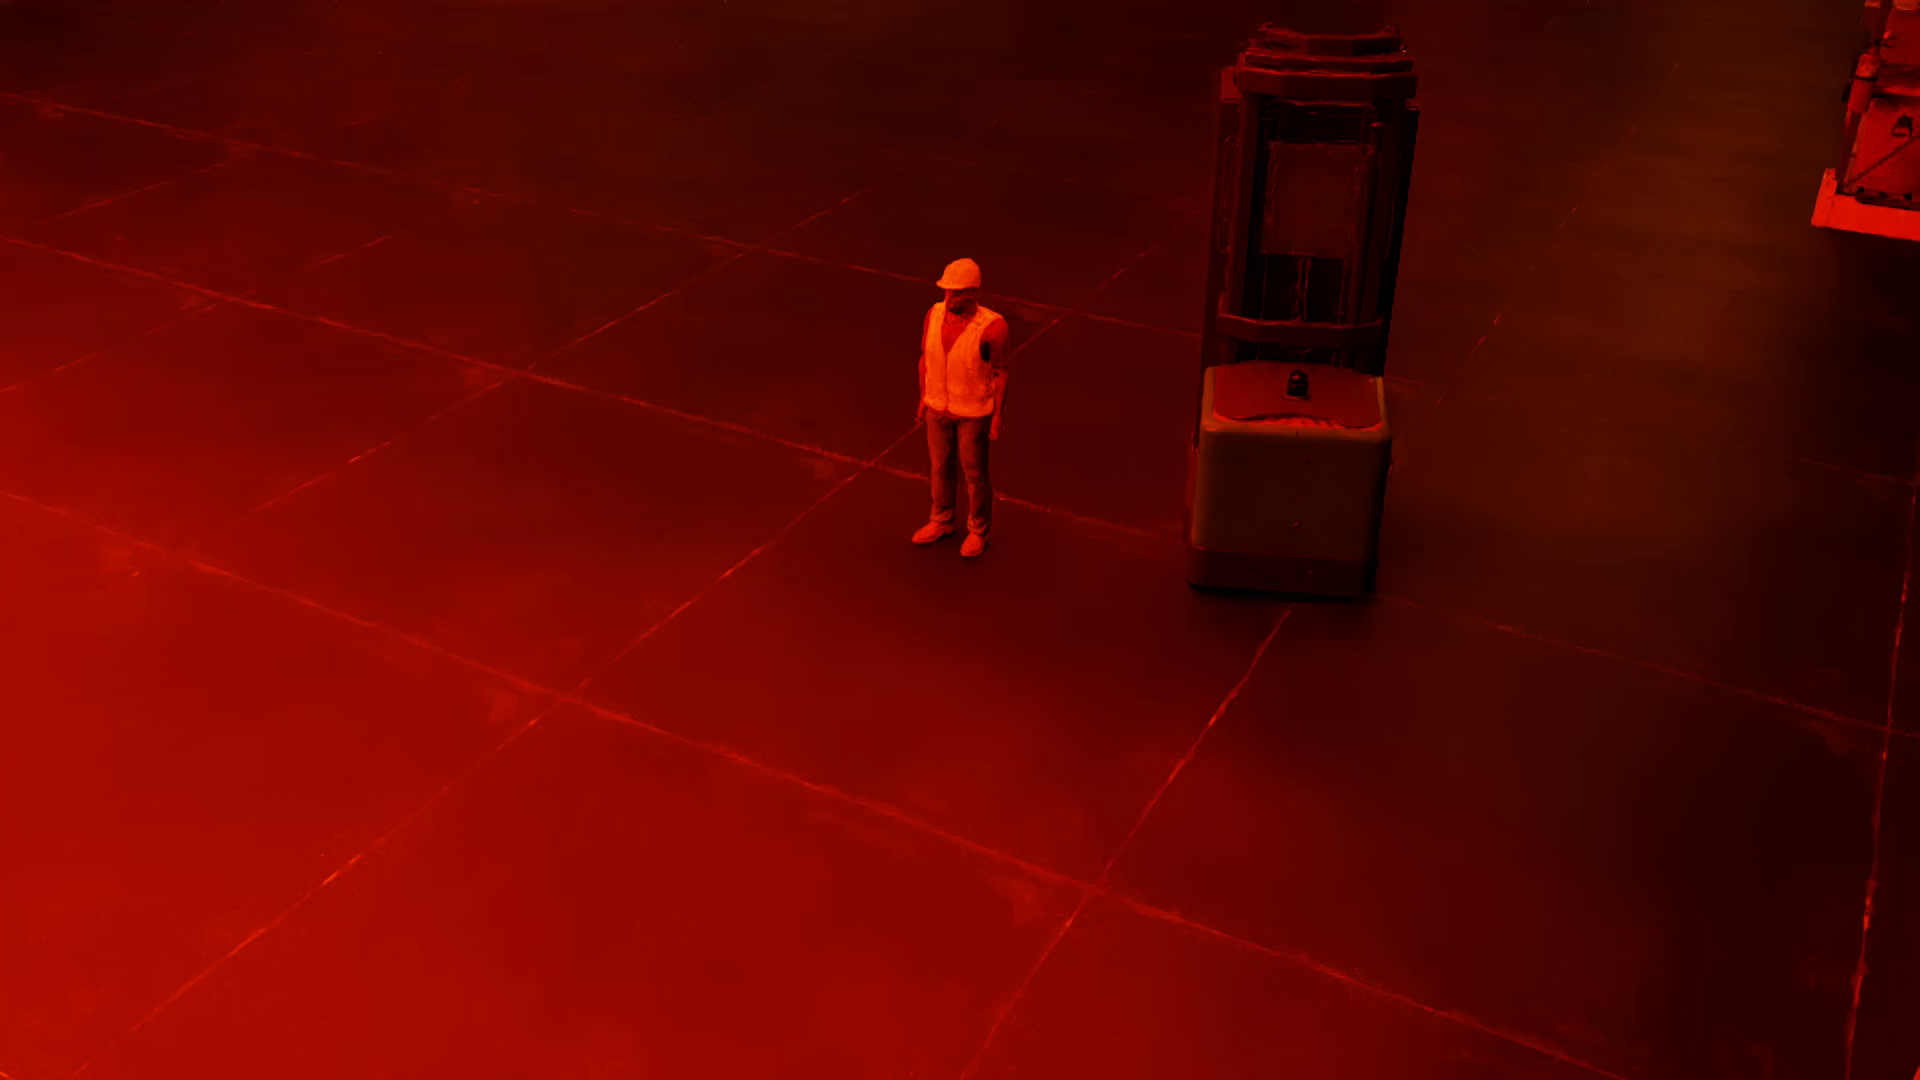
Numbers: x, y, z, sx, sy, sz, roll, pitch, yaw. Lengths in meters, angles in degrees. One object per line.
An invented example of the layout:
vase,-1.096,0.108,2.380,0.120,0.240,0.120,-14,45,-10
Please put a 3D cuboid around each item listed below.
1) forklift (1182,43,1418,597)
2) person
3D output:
forklift,1.948,-1.358,9.512,1.129,2.843,1.939,4,30,8
person,-0.005,-0.760,9.550,0.559,1.771,0.366,15,33,25
